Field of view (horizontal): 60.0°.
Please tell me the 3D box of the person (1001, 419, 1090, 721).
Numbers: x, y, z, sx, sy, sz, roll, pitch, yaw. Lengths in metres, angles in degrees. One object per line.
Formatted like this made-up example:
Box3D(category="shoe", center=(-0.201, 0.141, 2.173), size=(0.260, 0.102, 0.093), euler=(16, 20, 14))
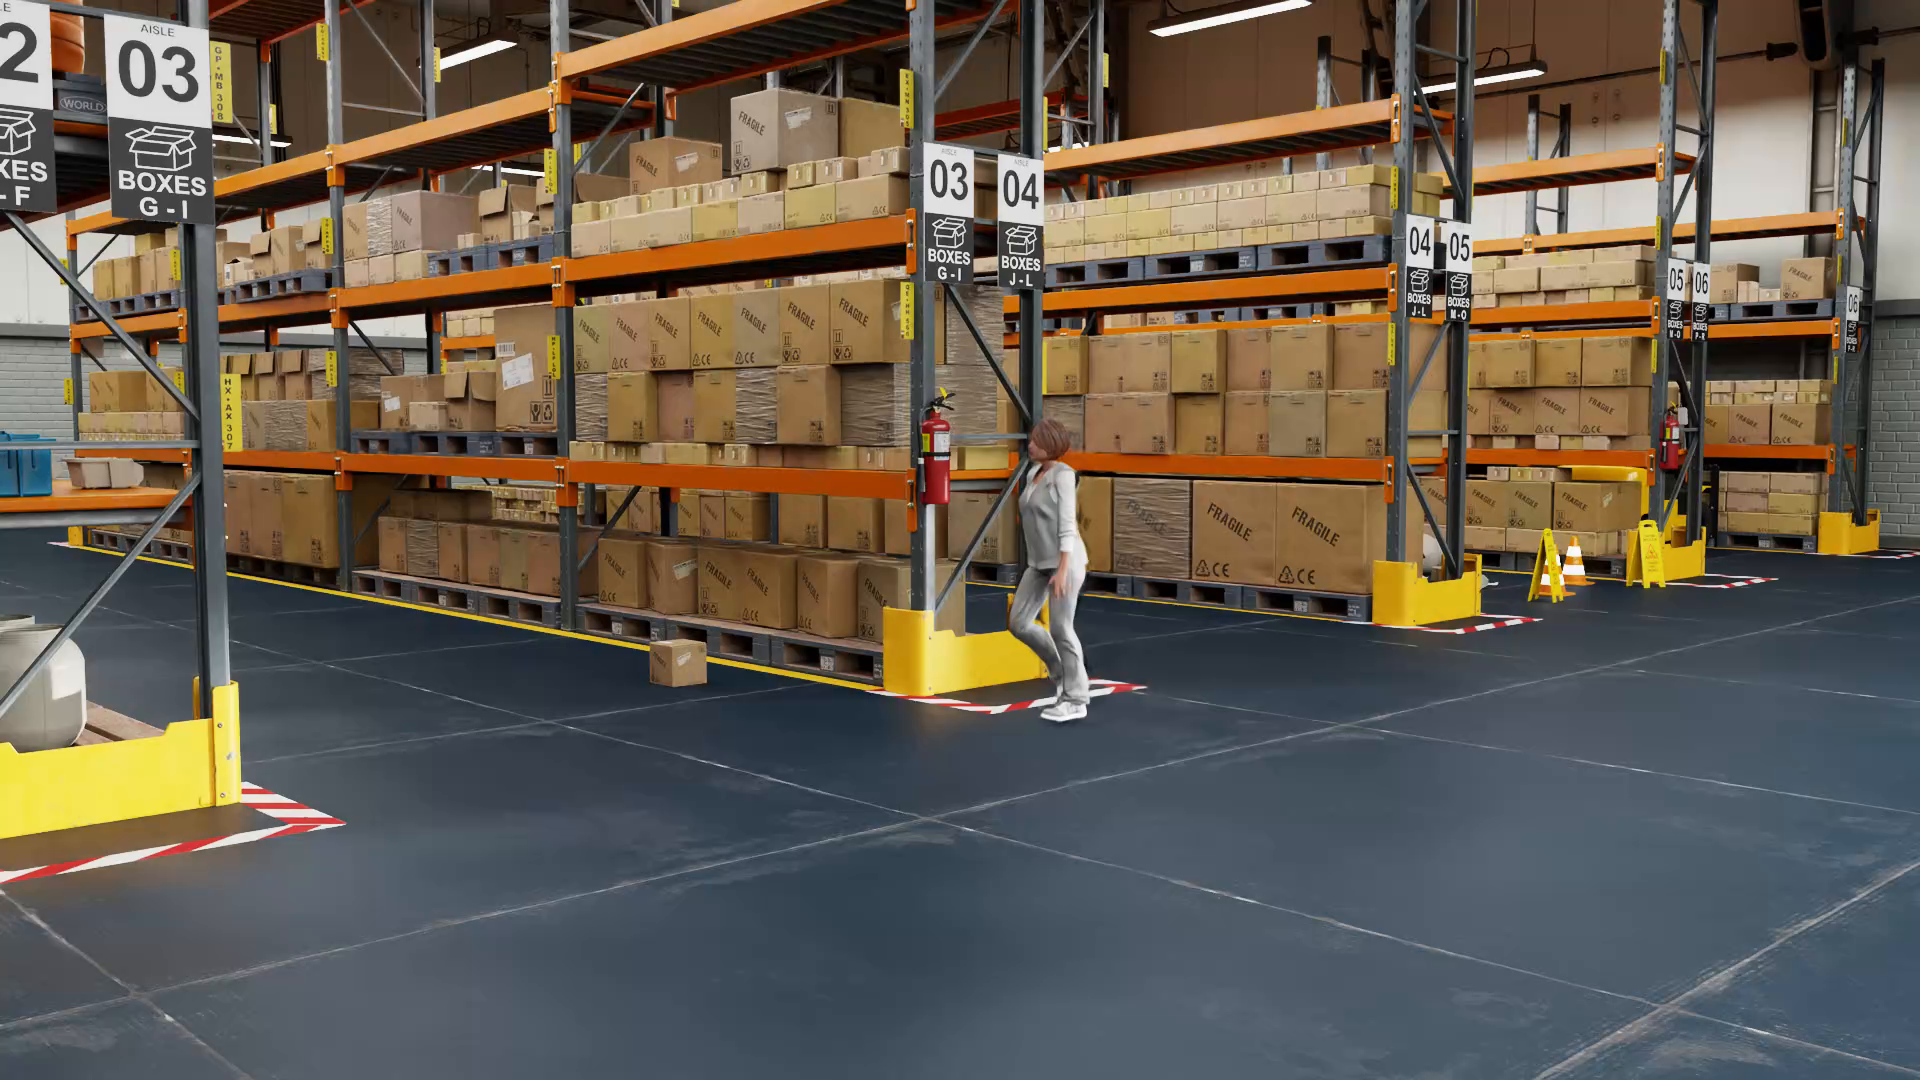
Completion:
Box3D(category="person", center=(0.463, 0.162, 8.786), size=(0.437, 1.599, 0.477), euler=(-2, 5, -27))
